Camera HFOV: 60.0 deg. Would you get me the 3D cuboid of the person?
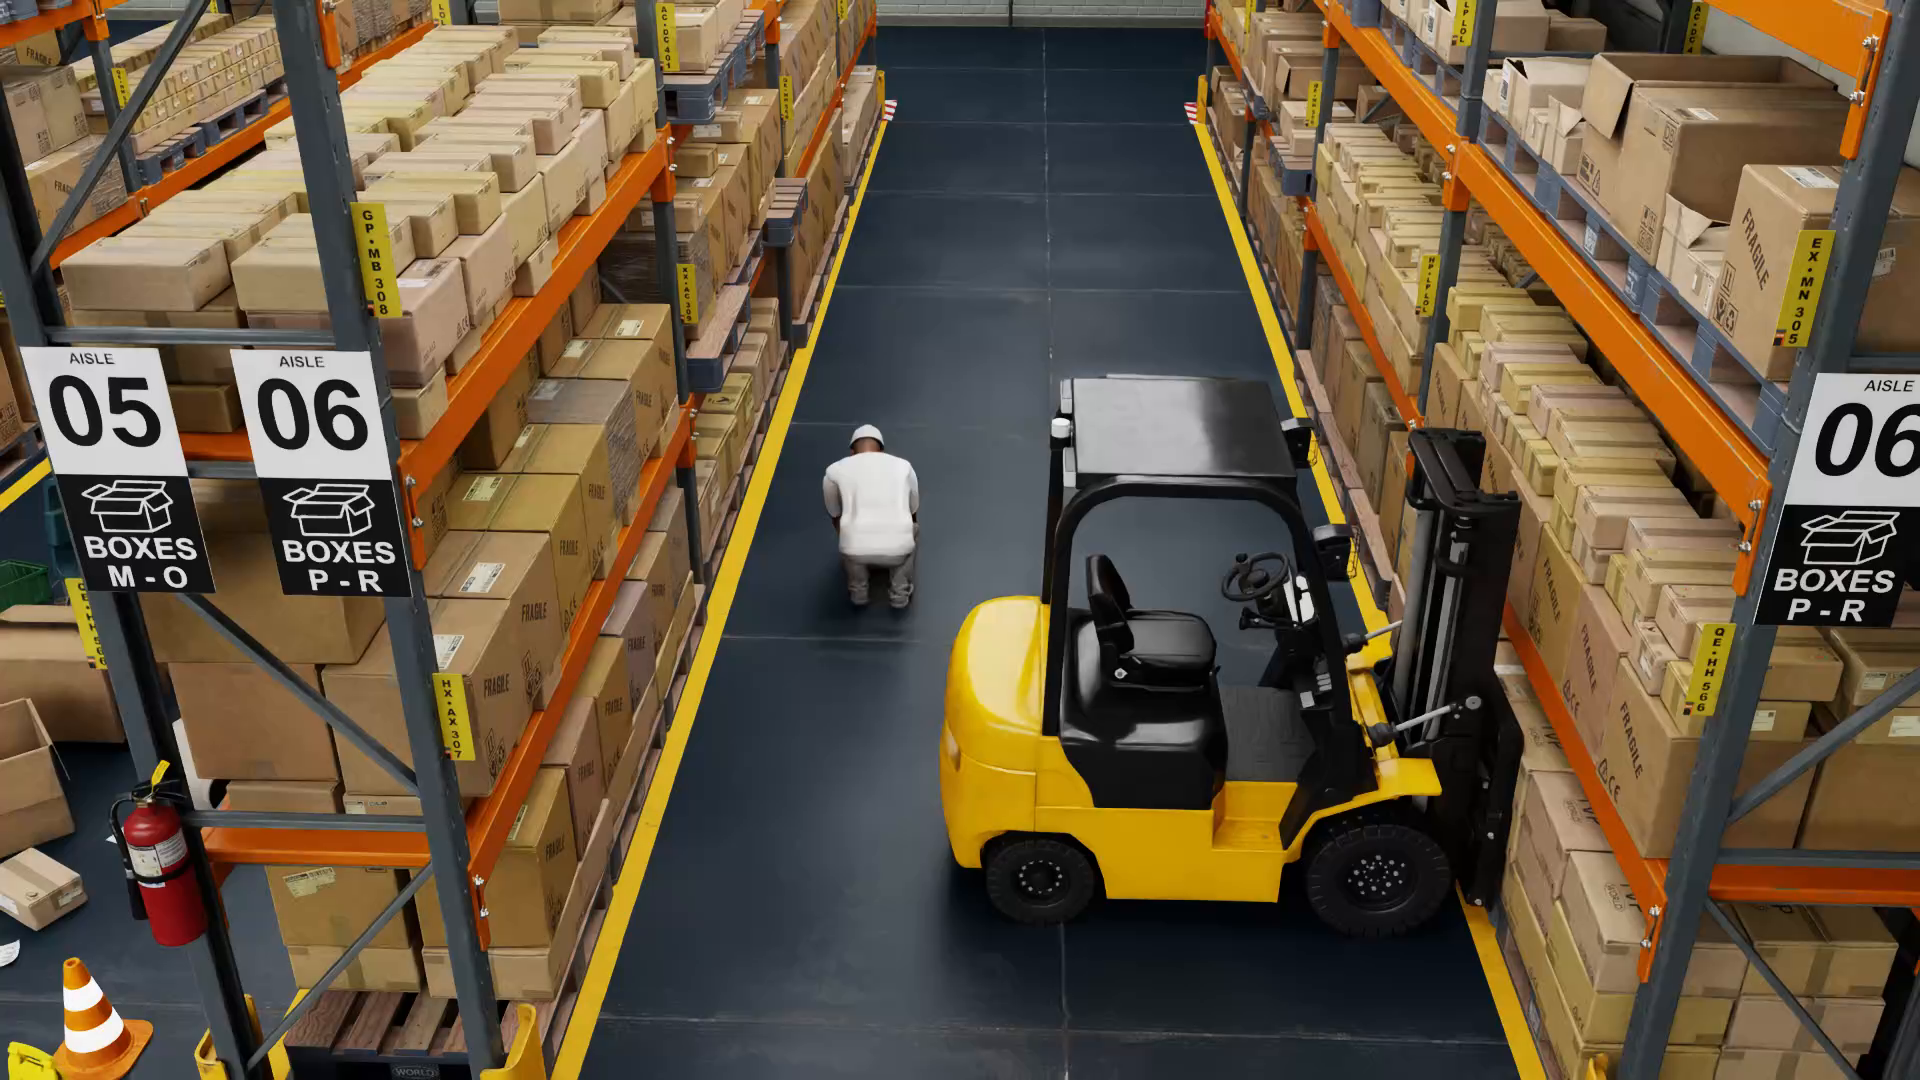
[{"bbox_3d":[-0.500,-0.468,9.486,0.504,1.761,0.578,0,28,1],"label":"person"}]
